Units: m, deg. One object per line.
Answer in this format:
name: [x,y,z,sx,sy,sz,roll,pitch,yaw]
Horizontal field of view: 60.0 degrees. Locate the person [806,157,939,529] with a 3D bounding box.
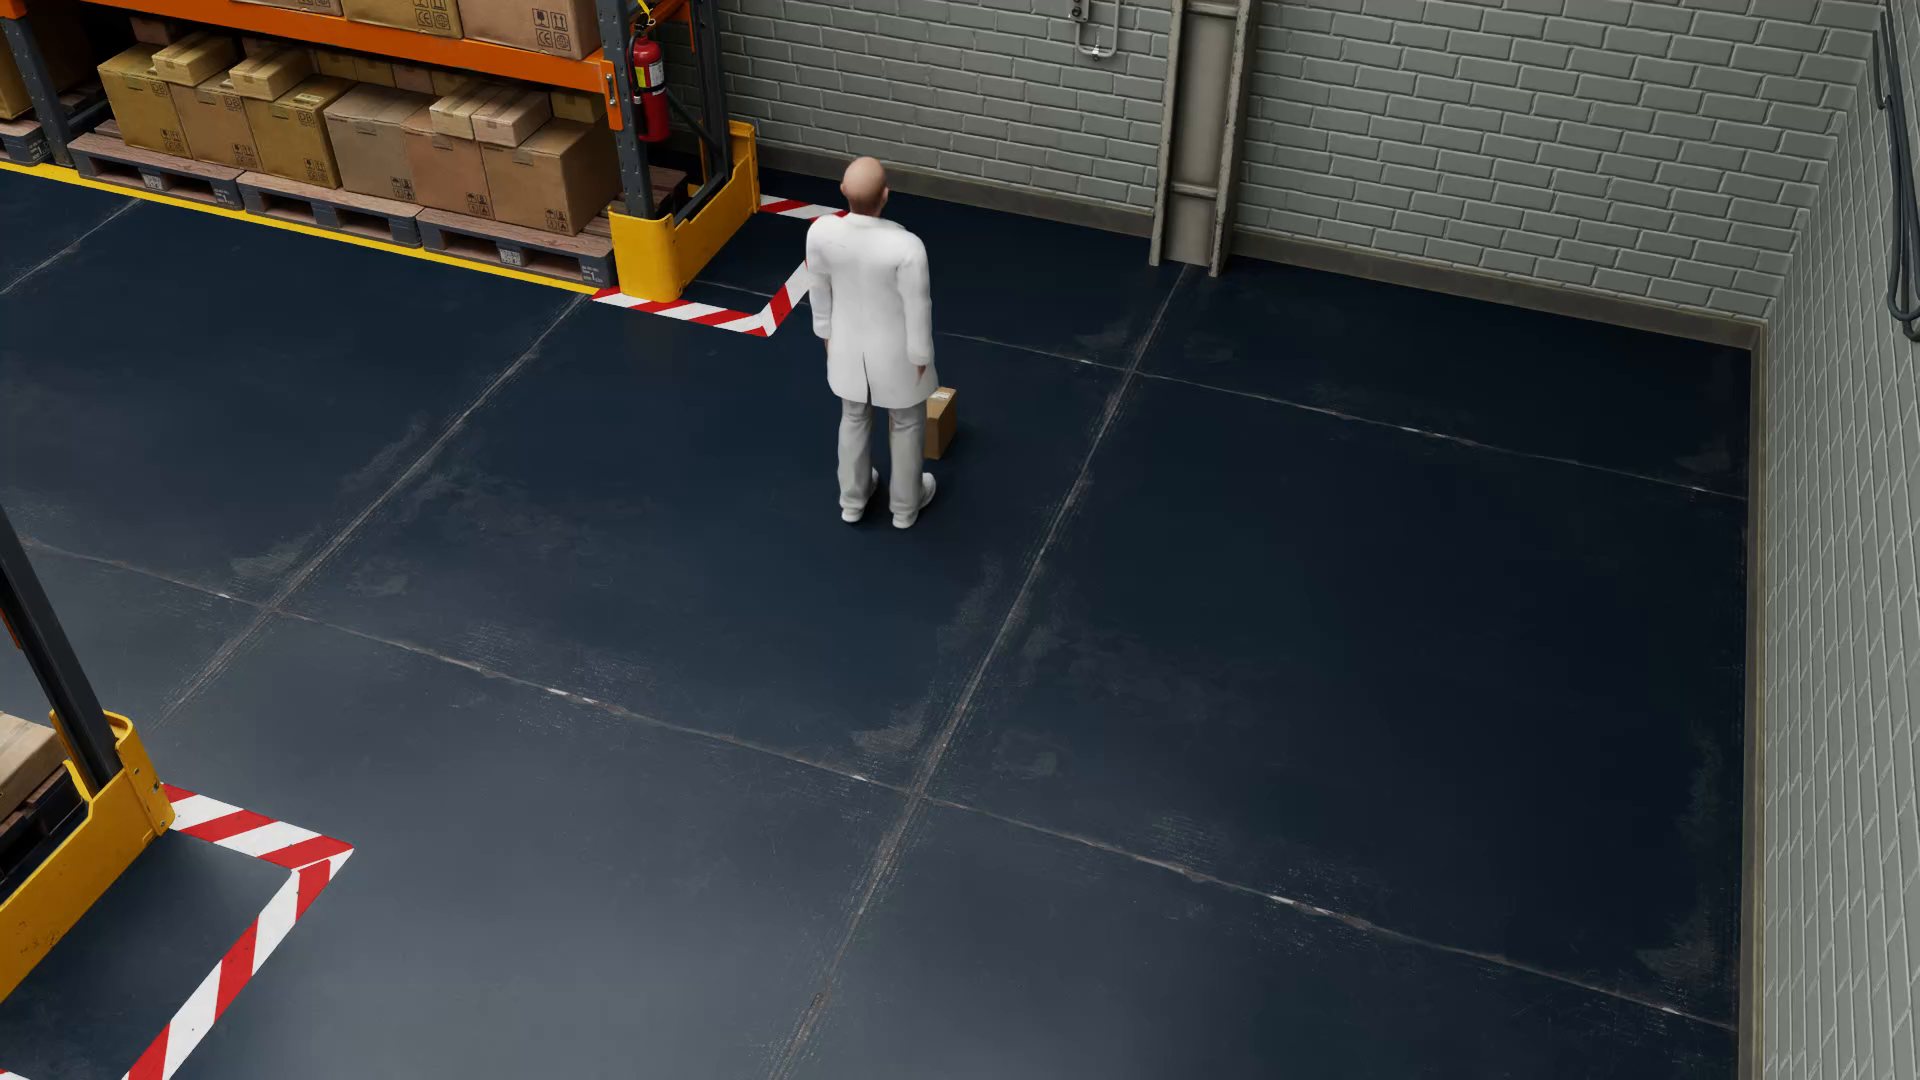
person: [-0.361,-0.851,7.151,0.564,1.777,0.422,14,43,16]
